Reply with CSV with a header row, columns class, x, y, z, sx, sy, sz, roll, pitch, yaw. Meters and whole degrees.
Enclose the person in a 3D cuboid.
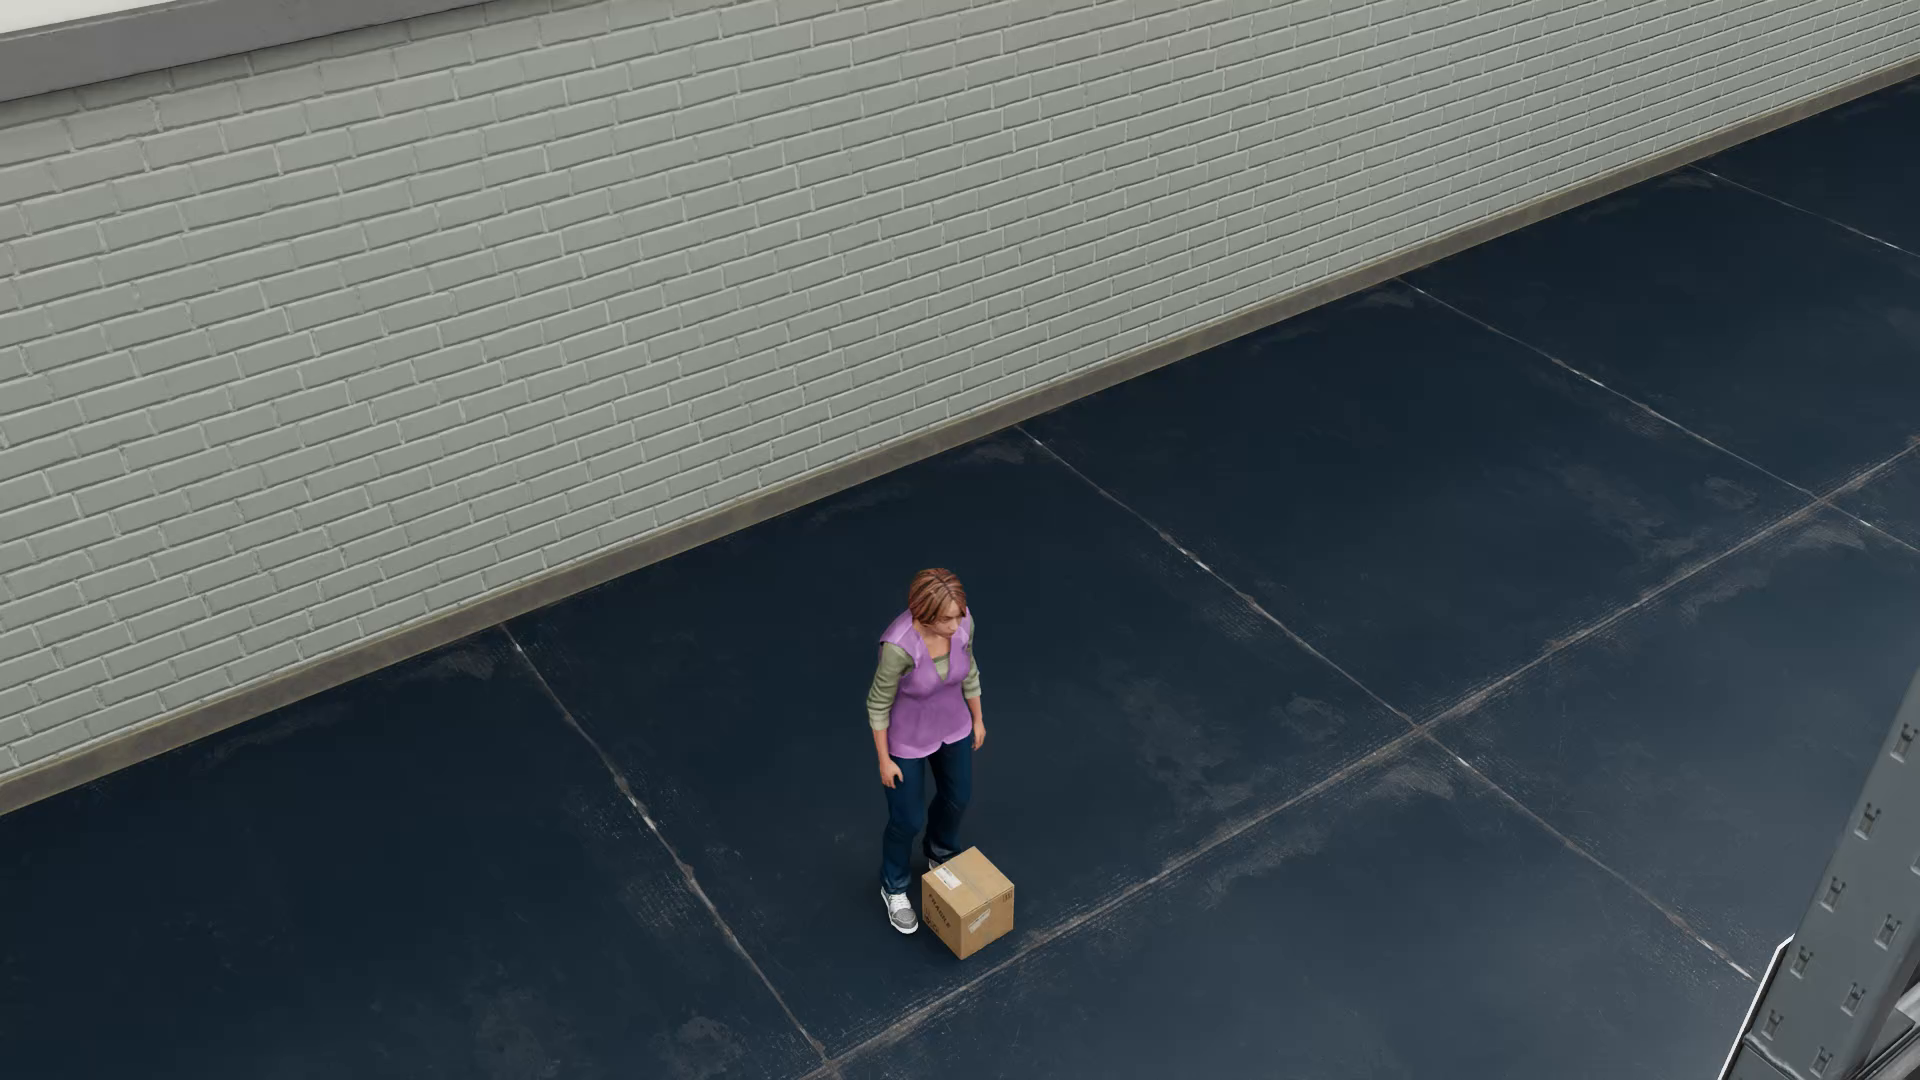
class,x,y,z,sx,sy,sz,roll,pitch,yaw
person,-3.271,2.475,2.372,10.188,3.194,3.307,-23,42,-27
